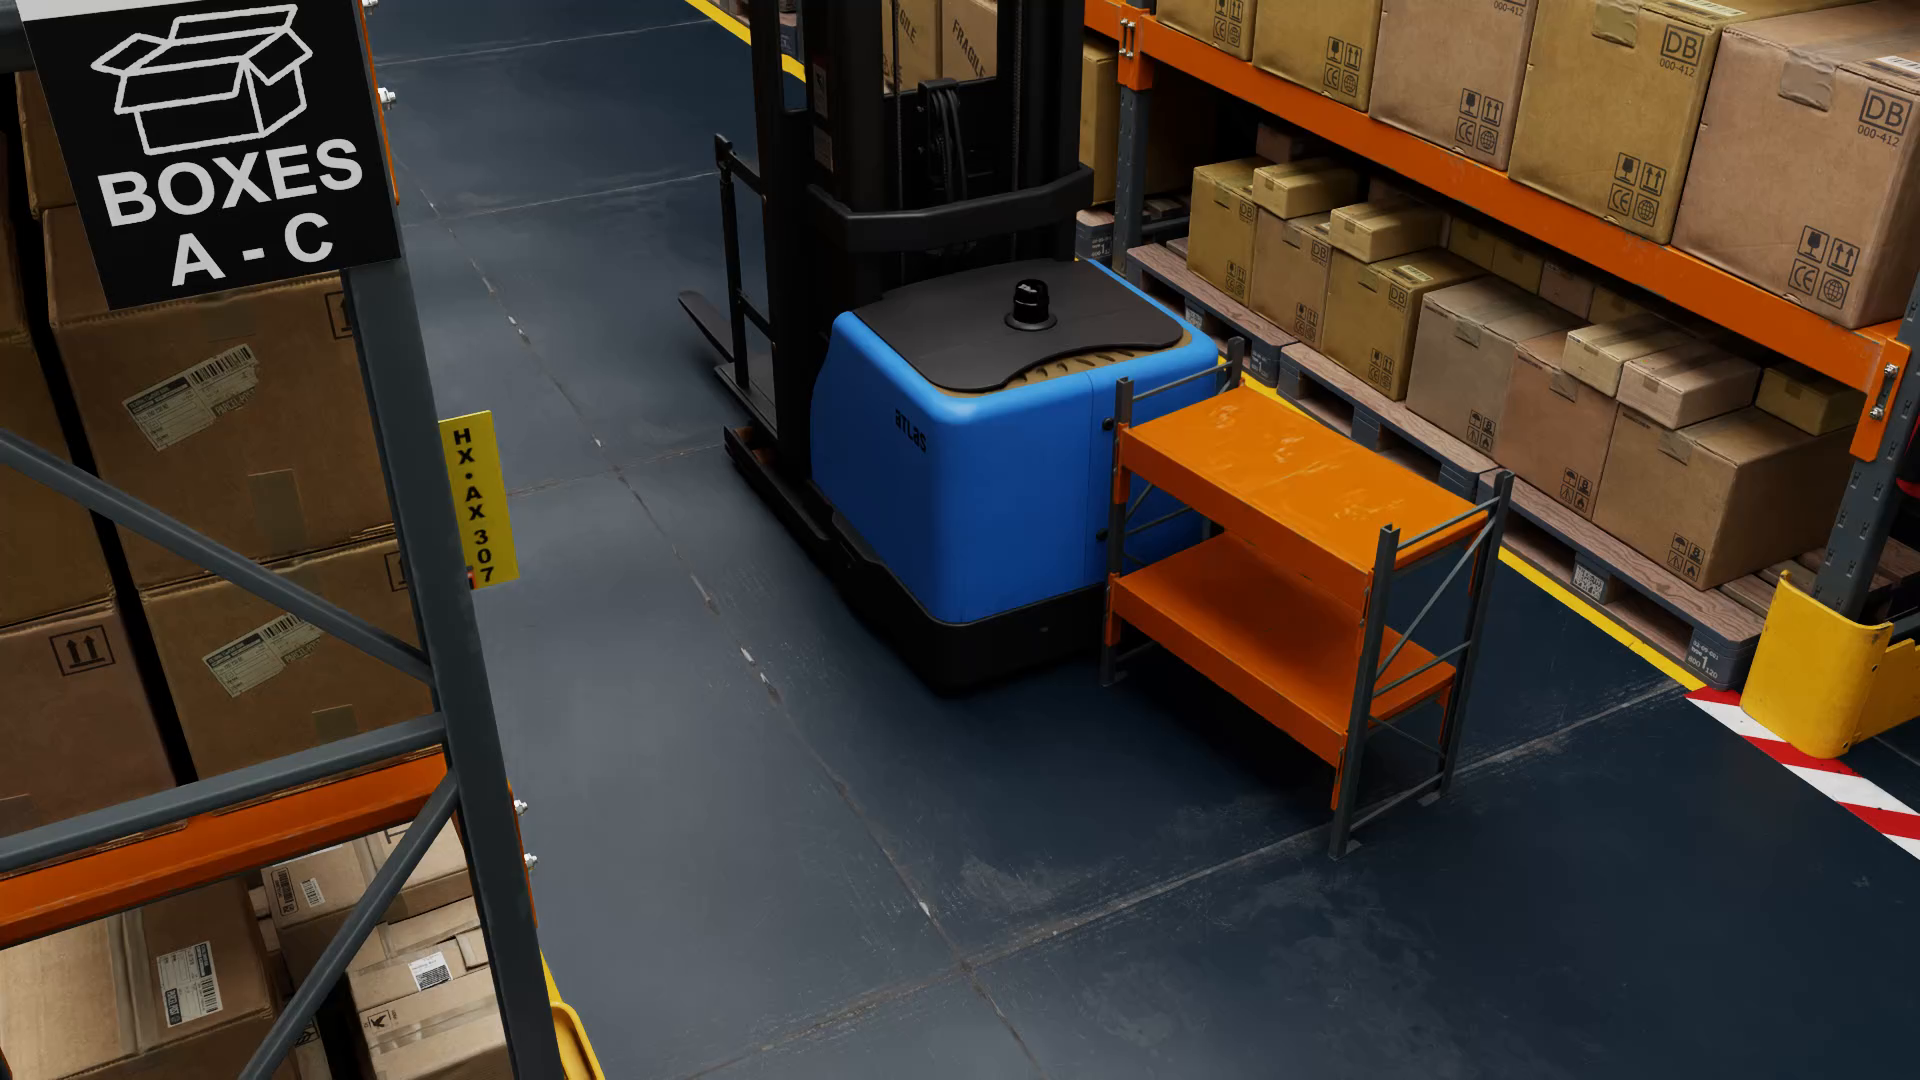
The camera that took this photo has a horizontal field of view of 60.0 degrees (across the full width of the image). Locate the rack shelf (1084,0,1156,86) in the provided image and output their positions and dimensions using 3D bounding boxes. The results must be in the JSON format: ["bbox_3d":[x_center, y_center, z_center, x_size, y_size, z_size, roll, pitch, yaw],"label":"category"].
[{"bbox_3d":[0.299,-3.368,9.393,1.077,0.370,4.000,-16,36,-23],"label":"rack shelf"}]

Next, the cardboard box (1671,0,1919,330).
[{"bbox_3d":[2.850,-1.174,5.024,0.980,0.700,0.700,-14,35,-21],"label":"cardboard box"}]

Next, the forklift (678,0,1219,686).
[{"bbox_3d":[-0.292,-1.535,5.929,1.130,2.935,3.031,-16,36,-23],"label":"forklift"}]

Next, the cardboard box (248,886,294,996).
[{"bbox_3d":[-1.865,1.035,4.073,0.380,0.166,0.250,-16,36,-23],"label":"cardboard box"}]

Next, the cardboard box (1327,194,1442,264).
[{"bbox_3d":[1.731,-1.272,6.782,0.380,0.149,0.250,-17,36,-24],"label":"cardboard box"}]

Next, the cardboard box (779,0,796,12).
[{"bbox_3d":[-1.015,-4.088,11.760,0.700,0.500,0.500,-15,36,-22],"label":"cardboard box"}]

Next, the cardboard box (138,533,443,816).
[{"bbox_3d":[-1.258,0.120,3.189,0.500,0.500,0.500,-15,36,-22],"label":"cardboard box"}]

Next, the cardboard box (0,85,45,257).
[{"bbox_3d":[-2.217,-0.653,3.469,0.500,0.500,0.500,-15,36,-22],"label":"cardboard box"}]

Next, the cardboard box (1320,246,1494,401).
[{"bbox_3d":[1.958,-0.972,6.914,0.700,0.500,0.500,-15,36,-22],"label":"cardboard box"}]

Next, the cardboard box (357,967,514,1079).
[{"bbox_3d":[-1.175,1.170,3.879,0.380,0.149,0.250,-16,36,-23],"label":"cardboard box"}]

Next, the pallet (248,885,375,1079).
[{"bbox_3d":[-1.692,1.198,4.184,1.003,0.211,1.213,-16,36,-23],"label":"pallet"}]

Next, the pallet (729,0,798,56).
[{"bbox_3d":[-0.997,-3.824,12.023,1.003,0.211,1.213,-16,36,-23],"label":"pallet"}]

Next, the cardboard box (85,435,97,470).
[{"bbox_3d":[-1.979,0.007,3.366,0.500,0.500,0.500,-16,36,-23],"label":"cardboard box"}]

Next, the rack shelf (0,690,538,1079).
[{"bbox_3d":[-2.217,-0.211,4.465,1.077,0.370,4.000,-16,36,-23],"label":"rack shelf"}]

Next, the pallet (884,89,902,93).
[{"bbox_3d":[0.232,-2.474,9.916,1.003,0.211,1.213,-16,36,-23],"label":"pallet"}]

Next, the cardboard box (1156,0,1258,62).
[{"bbox_3d":[1.470,-2.579,7.217,0.980,0.700,0.700,-15,36,-22],"label":"cardboard box"}]

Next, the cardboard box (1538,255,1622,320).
[{"bbox_3d":[2.444,-0.986,6.336,0.380,0.149,0.250,-15,36,-22],"label":"cardboard box"}]

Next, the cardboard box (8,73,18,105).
[{"bbox_3d":[-2.698,-1.144,4.236,0.500,0.500,0.500,-17,36,-24],"label":"cardboard box"}]

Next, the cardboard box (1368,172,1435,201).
[{"bbox_3d":[1.968,-1.473,7.096,0.380,0.149,0.250,-17,36,-25],"label":"cardboard box"}]

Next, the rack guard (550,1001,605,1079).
[{"bbox_3d":[-1.319,1.457,3.513,1.175,0.500,0.348,-16,36,-23],"label":"rack guard"}]

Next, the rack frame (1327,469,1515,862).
[{"bbox_3d":[1.275,0.369,4.632,0.500,1.125,0.032,-22,39,-30],"label":"rack frame"}]

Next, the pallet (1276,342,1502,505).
[{"bbox_3d":[2.090,-0.576,6.954,1.003,0.211,1.213,-16,36,-23],"label":"pallet"}]

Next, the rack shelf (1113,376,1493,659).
[{"bbox_3d":[0.973,-0.098,4.818,0.538,0.278,1.000,-22,39,-30],"label":"rack shelf"}]

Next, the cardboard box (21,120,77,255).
[{"bbox_3d":[-1.508,-0.548,3.305,0.500,0.500,0.500,-15,36,-23],"label":"cardboard box"}]

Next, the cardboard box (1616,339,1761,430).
[{"bbox_3d":[2.461,-0.529,5.621,0.380,0.149,0.250,-16,36,-24],"label":"cardboard box"}]

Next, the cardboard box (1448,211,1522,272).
[{"bbox_3d":[2.207,-1.230,6.715,0.380,0.149,0.250,-17,36,-24],"label":"cardboard box"}]

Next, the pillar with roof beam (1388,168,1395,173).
[{"bbox_3d":[-1.485,-4.043,4.218,9.100,9.000,0.400,-16,36,-23],"label":"pillar with roof beam"}]

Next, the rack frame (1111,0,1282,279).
[{"bbox_3d":[1.232,-2.716,7.709,1.000,3.000,0.127,-16,36,-23],"label":"rack frame"}]

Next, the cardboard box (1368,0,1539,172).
[{"bbox_3d":[2.153,-1.885,6.133,0.980,0.700,0.700,-18,37,-25],"label":"cardboard box"}]

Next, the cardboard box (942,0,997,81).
[{"bbox_3d":[0.396,-2.689,9.269,0.750,0.750,0.750,-15,35,-22],"label":"cardboard box"}]

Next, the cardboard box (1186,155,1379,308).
[{"bbox_3d":[1.490,-1.458,7.672,0.700,0.500,0.500,-15,36,-23],"label":"cardboard box"}]

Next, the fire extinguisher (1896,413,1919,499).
[{"bbox_3d":[2.759,-0.429,4.557,0.296,0.674,0.183,-16,36,-23],"label":"fire extinguisher"}]

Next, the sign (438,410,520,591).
[{"bbox_3d":[-0.804,-0.060,2.761,0.100,0.325,0.005,-16,36,-23],"label":"sign"}]

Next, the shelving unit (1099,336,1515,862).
[{"bbox_3d":[0.973,0.148,4.976,0.538,1.125,1.048,-22,39,-30],"label":"shelving unit"}]

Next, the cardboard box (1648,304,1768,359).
[{"bbox_3d":[2.680,-0.746,5.960,0.380,0.149,0.250,-16,36,-23],"label":"cardboard box"}]

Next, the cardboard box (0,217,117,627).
[{"bbox_3d":[-1.735,-0.166,2.708,0.500,0.500,0.500,-16,36,-24],"label":"cardboard box"}]

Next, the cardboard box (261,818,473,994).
[{"bbox_3d":[-1.520,0.844,4.293,0.500,0.250,0.500,-16,36,-23],"label":"cardboard box"}]

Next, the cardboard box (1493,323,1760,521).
[{"bbox_3d":[2.448,-0.479,6.145,0.700,0.500,0.500,-16,36,-23],"label":"cardboard box"}]
